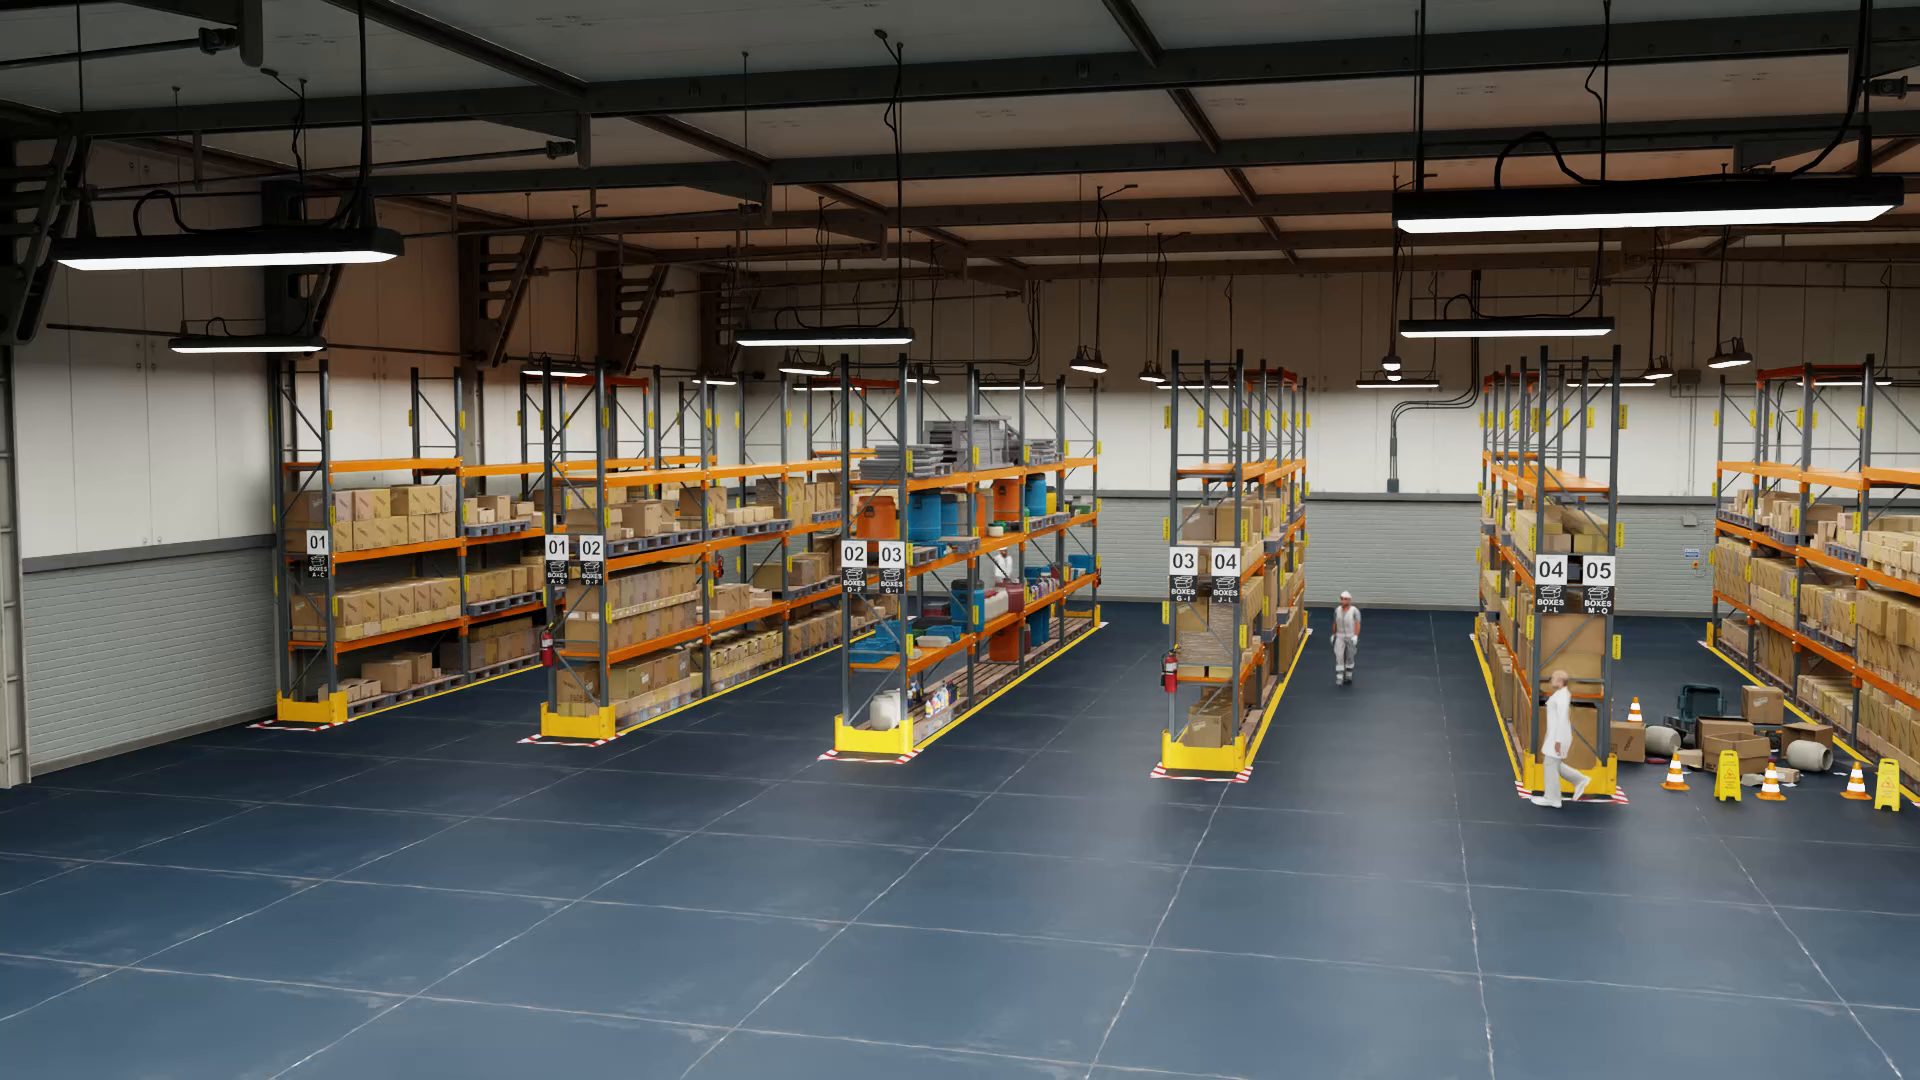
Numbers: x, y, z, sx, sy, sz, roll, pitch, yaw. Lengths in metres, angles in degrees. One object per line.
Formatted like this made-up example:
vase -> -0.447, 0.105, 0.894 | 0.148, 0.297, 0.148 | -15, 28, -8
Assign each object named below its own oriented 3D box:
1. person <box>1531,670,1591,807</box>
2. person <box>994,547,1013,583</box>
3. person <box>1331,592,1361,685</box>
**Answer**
person -> 7.785, 2.558, 21.473 | 0.738, 1.765, 0.586 | 1, 4, 14
person -> 1.120, 0.960, 44.018 | 0.532, 1.746, 0.855 | -3, 5, -36
person -> 7.294, 1.843, 31.460 | 0.567, 1.724, 1.034 | 1, 4, 16
